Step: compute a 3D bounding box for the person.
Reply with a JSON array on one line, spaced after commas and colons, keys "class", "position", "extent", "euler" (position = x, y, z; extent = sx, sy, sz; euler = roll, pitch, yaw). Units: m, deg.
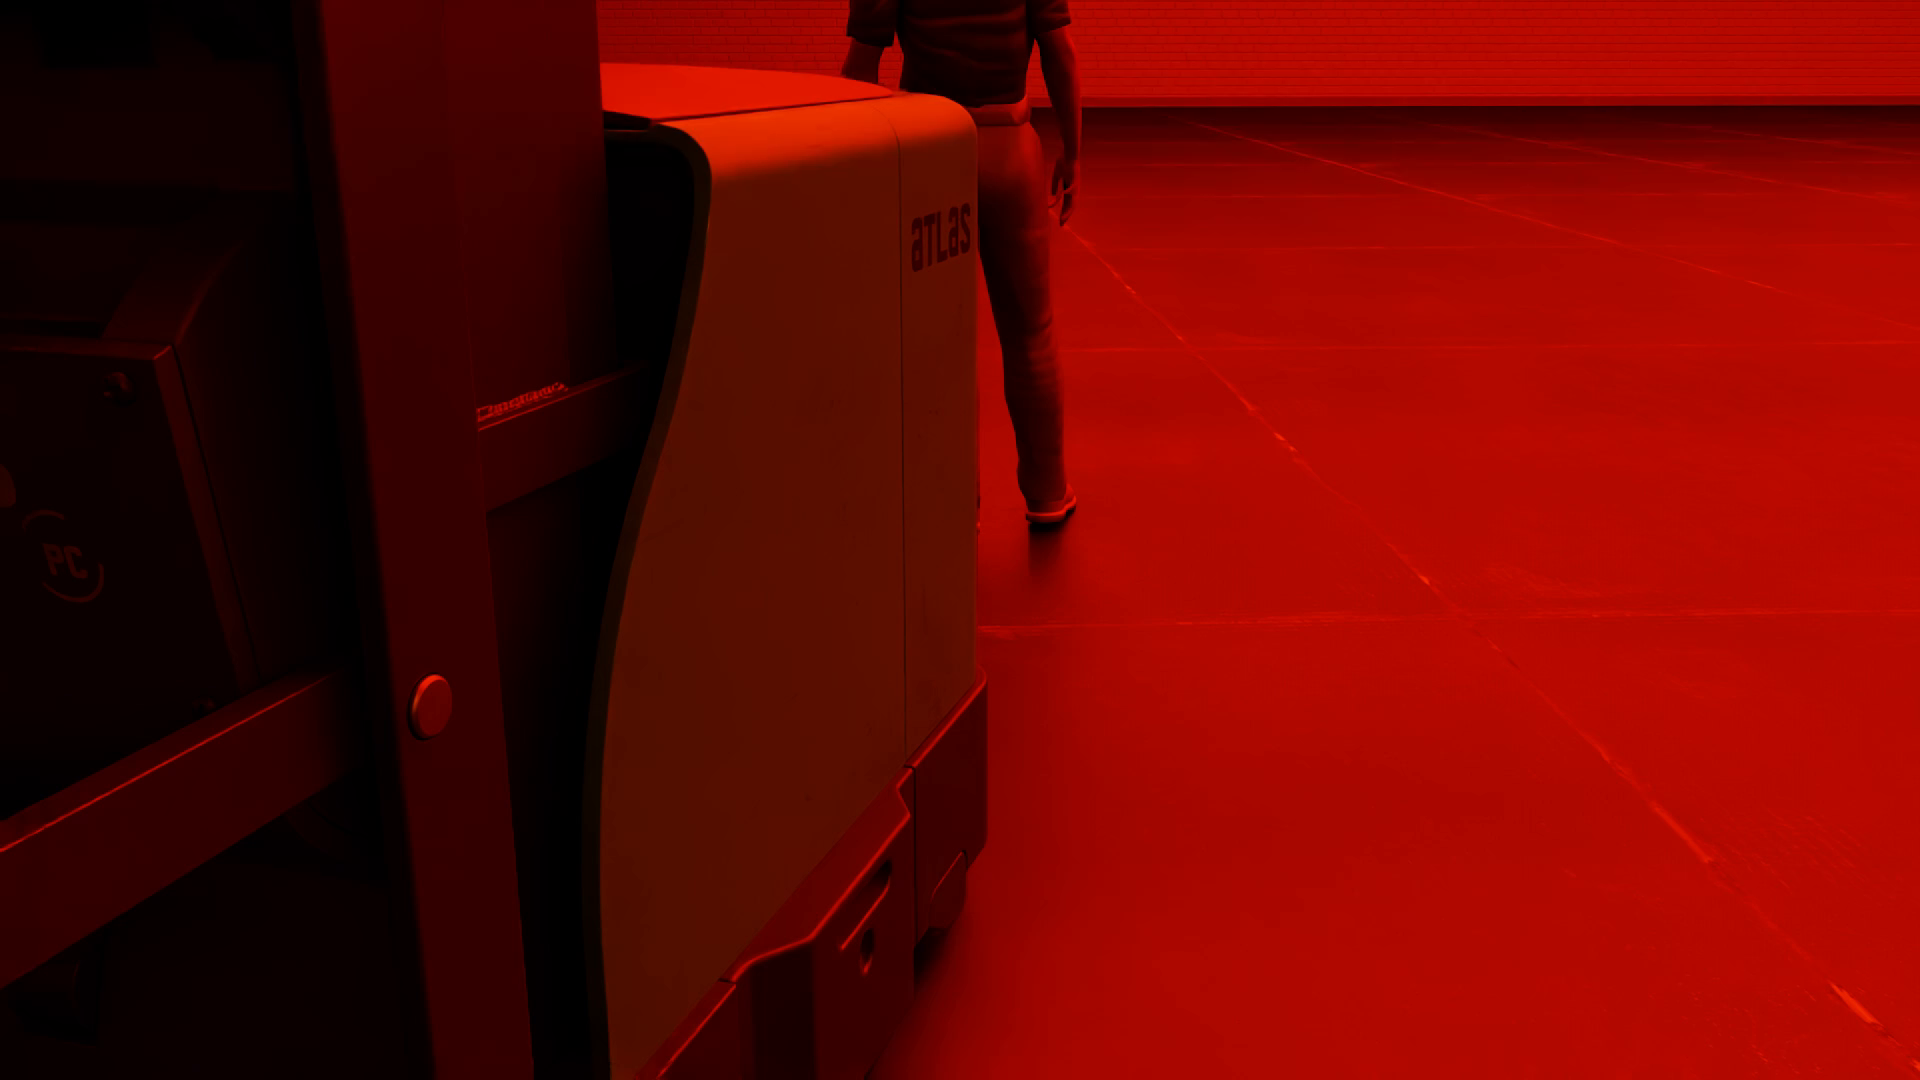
[{"class": "person", "position": [0.015, -0.824, 3.759], "extent": [0.569, 1.656, 0.503], "euler": [-1, 17, -3]}]

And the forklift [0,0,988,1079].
[{"class": "forklift", "position": [-0.911, -0.567, 0.760], "extent": [1.130, 2.935, 3.031], "euler": [6, 18, 18]}]
